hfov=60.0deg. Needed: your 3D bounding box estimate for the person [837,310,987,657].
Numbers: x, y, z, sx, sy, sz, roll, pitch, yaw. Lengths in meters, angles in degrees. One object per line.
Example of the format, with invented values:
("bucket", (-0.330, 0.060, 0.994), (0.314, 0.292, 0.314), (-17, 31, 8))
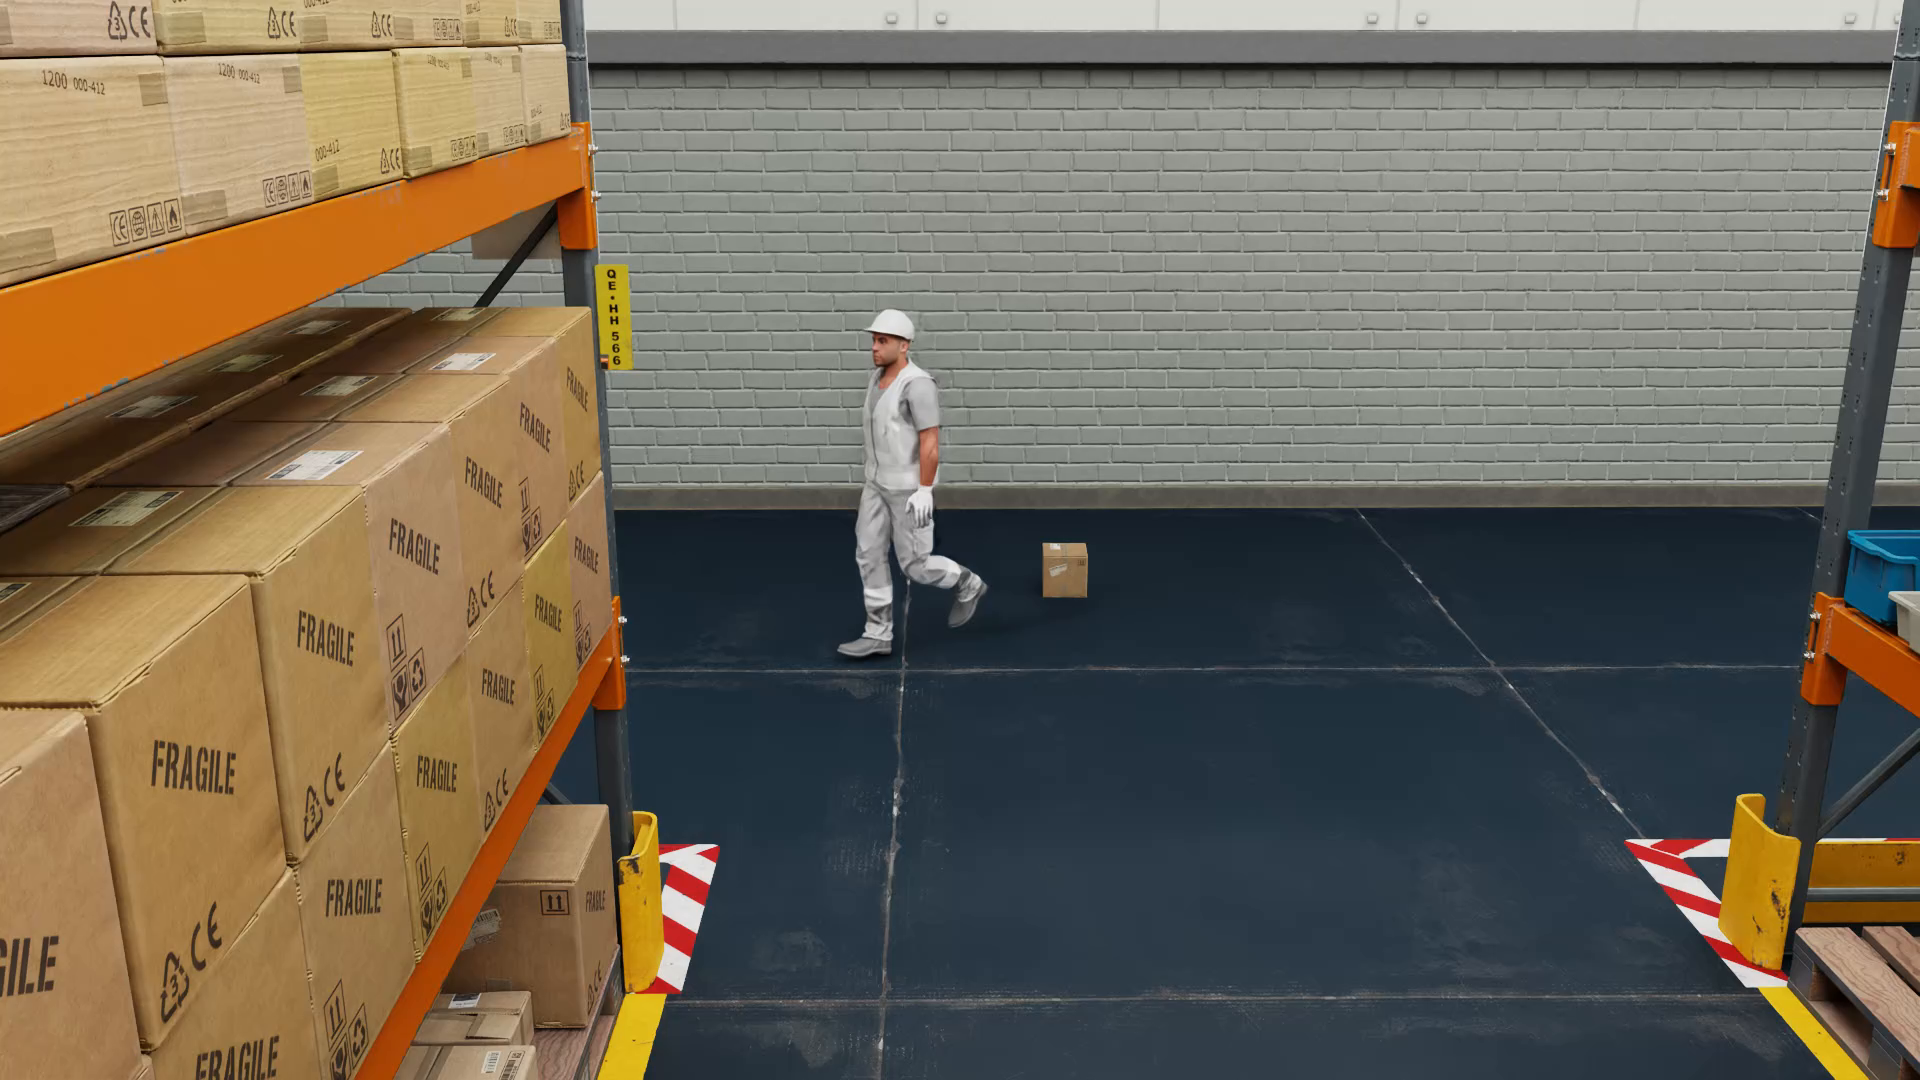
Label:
("person", (-0.241, -0.287, 8.410), (0.842, 1.769, 0.559), (-12, 21, -35))
